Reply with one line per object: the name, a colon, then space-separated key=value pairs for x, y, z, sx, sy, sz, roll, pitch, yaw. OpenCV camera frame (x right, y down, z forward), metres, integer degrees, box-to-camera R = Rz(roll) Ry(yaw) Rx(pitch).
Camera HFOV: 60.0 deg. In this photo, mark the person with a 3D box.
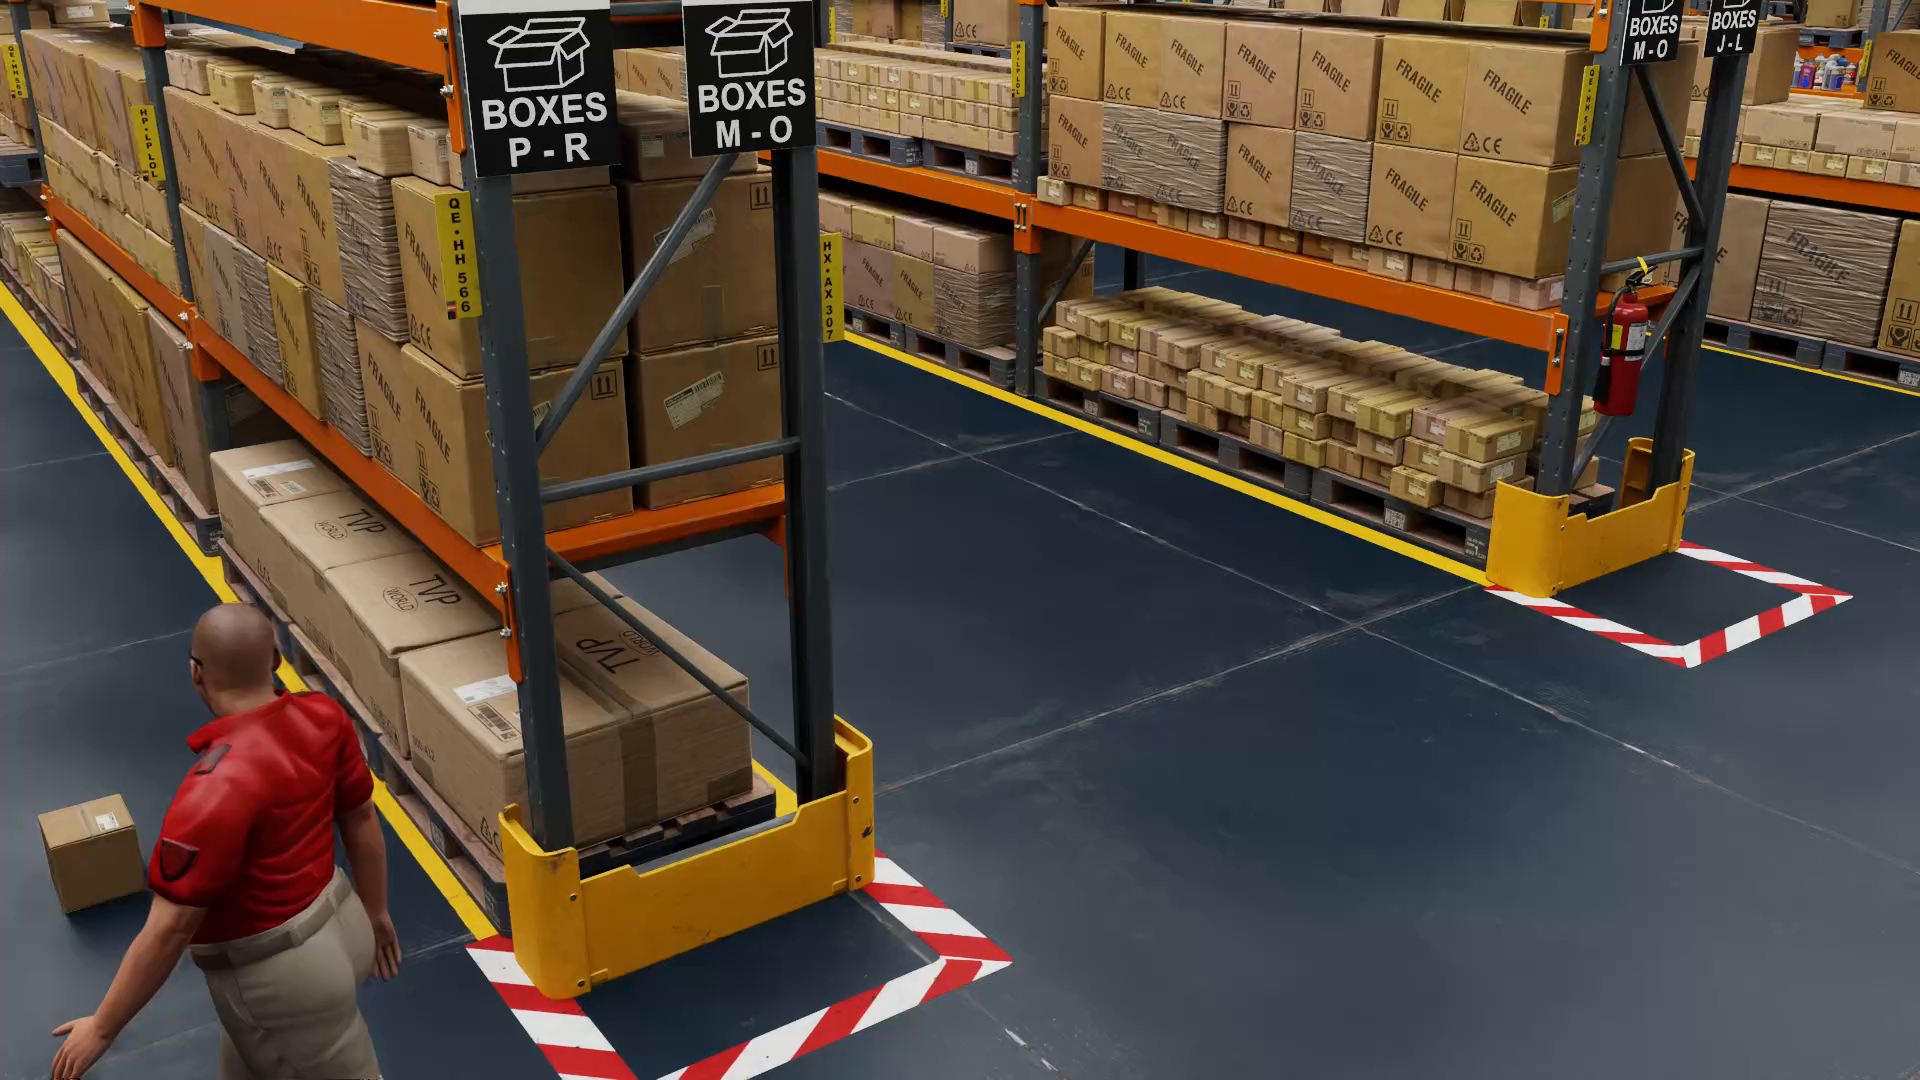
person: x=-1.577 y=0.947 z=3.631 sx=0.969 sy=1.670 sz=0.641 roll=0 pitch=21 yaw=-1
